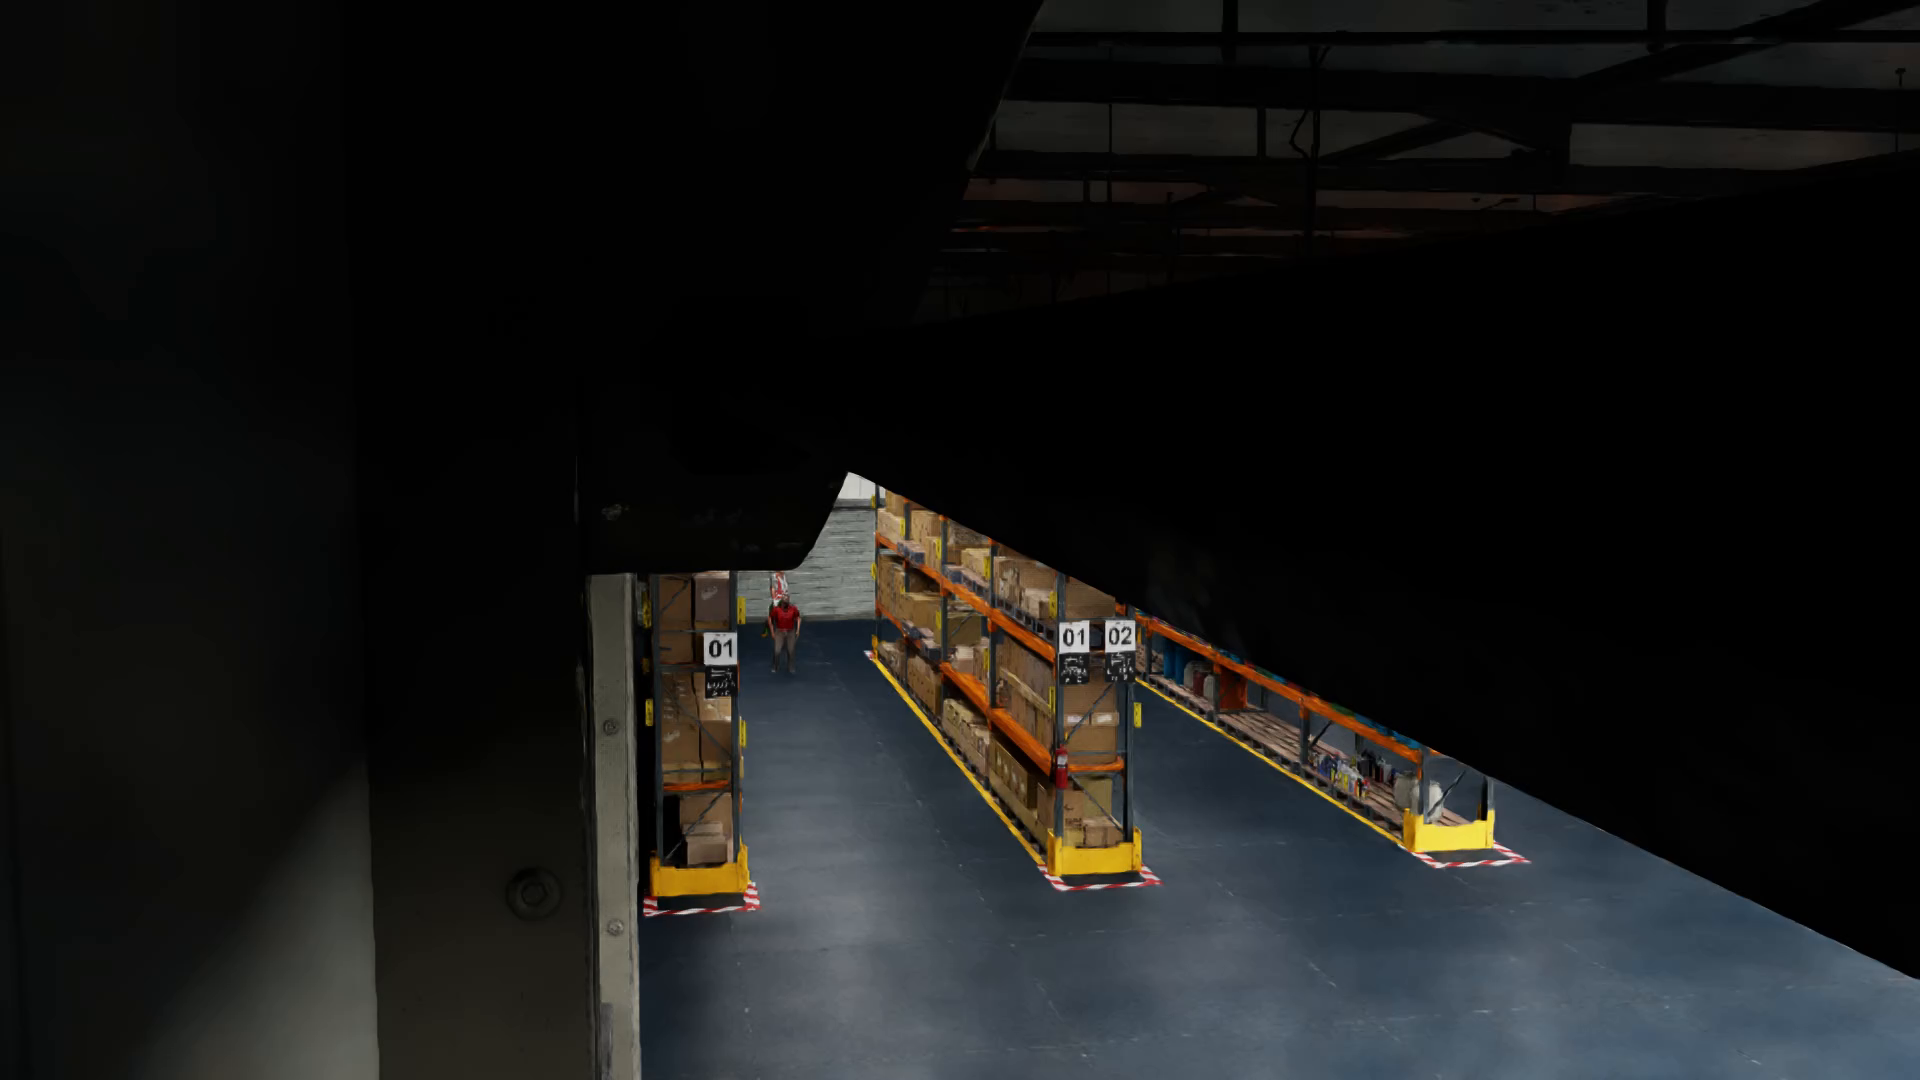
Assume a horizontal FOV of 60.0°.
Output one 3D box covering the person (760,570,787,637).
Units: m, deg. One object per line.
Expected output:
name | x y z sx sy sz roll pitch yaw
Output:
person | -4.386 1.411 39.355 0.494 1.786 0.720 4 7 34

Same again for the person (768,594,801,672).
person | -3.664 1.943 34.703 0.682 1.676 0.535 -1 6 -12
